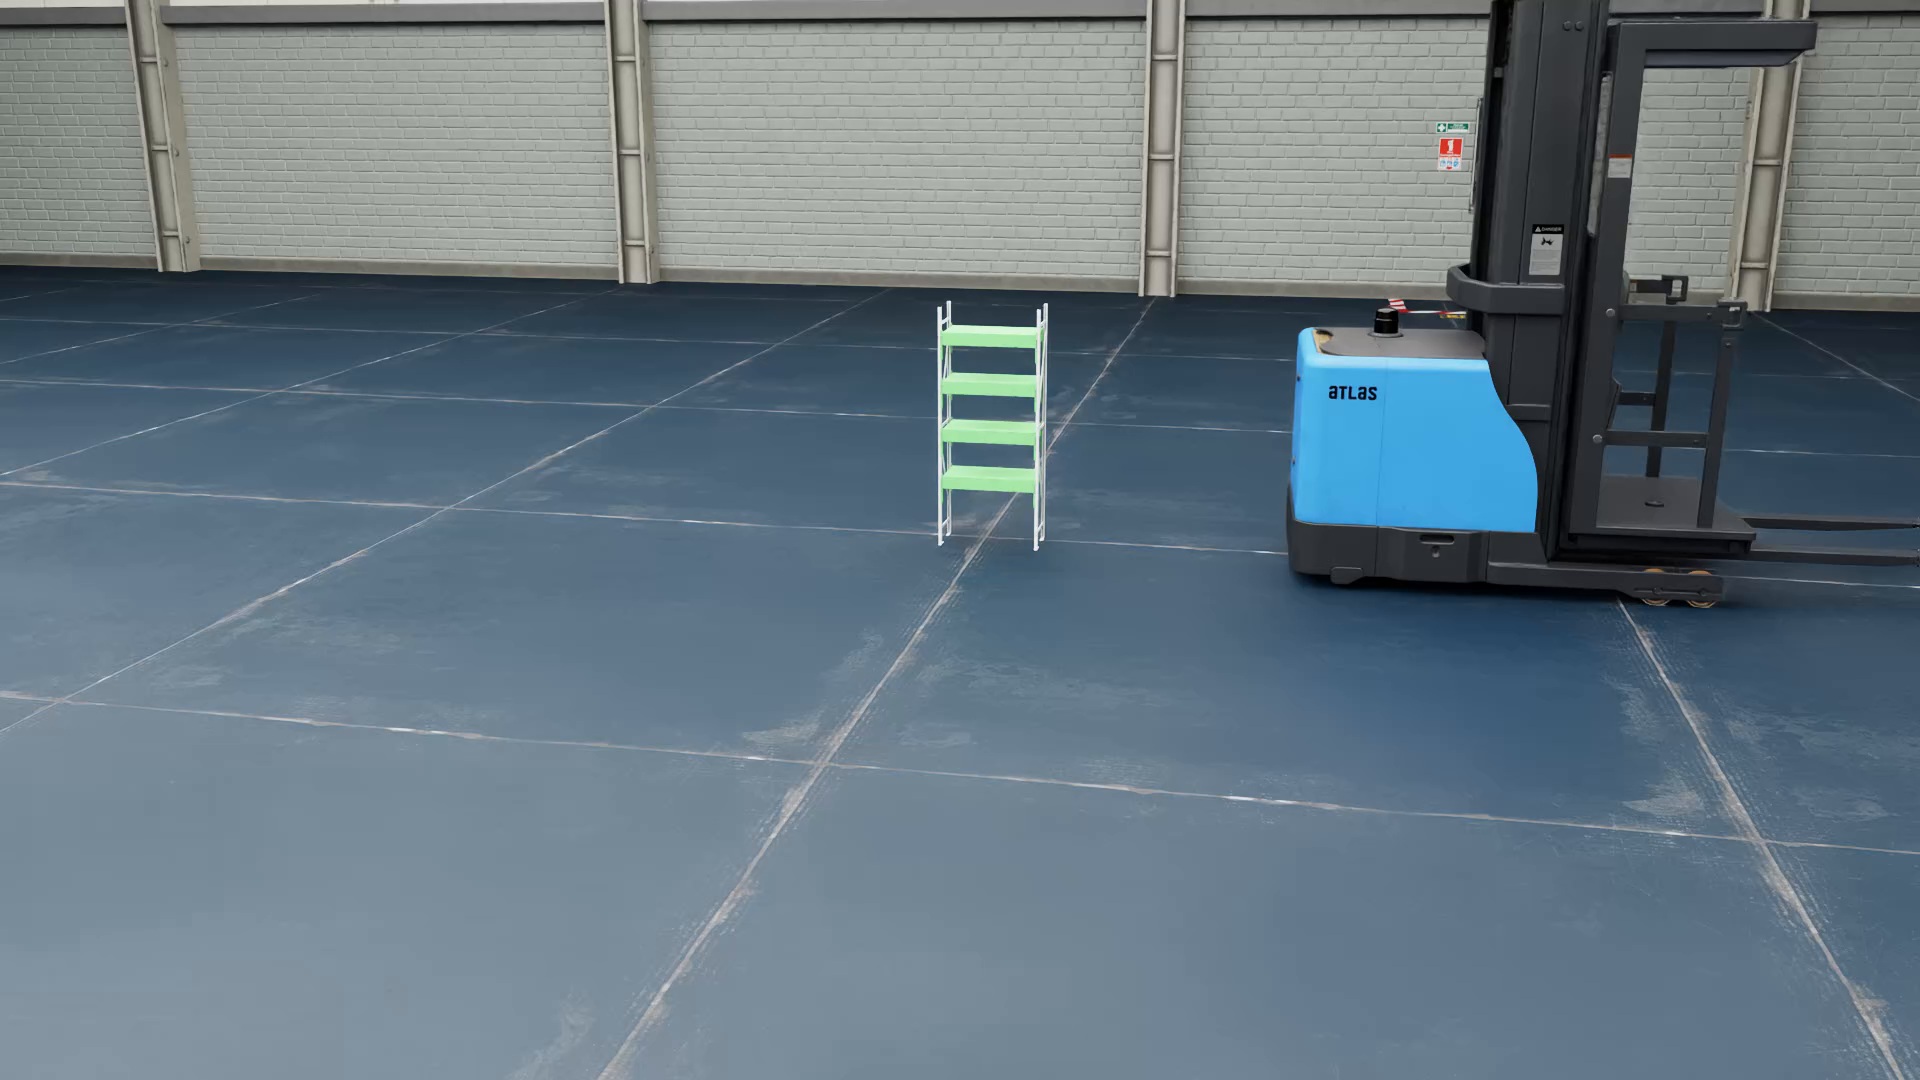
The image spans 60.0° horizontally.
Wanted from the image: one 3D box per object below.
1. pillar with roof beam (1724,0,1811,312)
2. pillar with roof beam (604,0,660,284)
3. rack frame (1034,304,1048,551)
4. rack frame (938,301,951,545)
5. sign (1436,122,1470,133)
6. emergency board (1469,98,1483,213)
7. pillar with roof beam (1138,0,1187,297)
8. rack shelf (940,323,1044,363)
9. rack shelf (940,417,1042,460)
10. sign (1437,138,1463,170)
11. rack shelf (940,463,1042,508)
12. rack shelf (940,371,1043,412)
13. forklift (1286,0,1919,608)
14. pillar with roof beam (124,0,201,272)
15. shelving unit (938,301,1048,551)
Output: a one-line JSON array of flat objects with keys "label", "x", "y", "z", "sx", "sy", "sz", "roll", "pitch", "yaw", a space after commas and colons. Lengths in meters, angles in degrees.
[{"label": "pillar with roof beam", "x": 7.184, "y": -5.571, "z": 11.747, "sx": 0.400, "sy": 9.000, "sz": 9.100, "roll": 3, "pitch": 16, "yaw": 11}, {"label": "pillar with roof beam", "x": -4.575, "y": -6.209, "z": 14.051, "sx": 0.400, "sy": 9.000, "sz": 9.100, "roll": 3, "pitch": 16, "yaw": 11}, {"label": "rack frame", "x": 0.401, "y": -0.556, "z": 8.253, "sx": 0.015, "sy": 1.200, "sz": 0.240, "roll": 3, "pitch": 16, "yaw": 11}, {"label": "rack frame", "x": -0.077, "y": -0.582, "z": 8.347, "sx": 0.015, "sy": 1.200, "sz": 0.240, "roll": 3, "pitch": 16, "yaw": 11}, {"label": "sign", "x": 5.109, "y": -4.274, "z": 17.242, "sx": 0.331, "sy": 0.109, "sz": 0.001, "roll": 3, "pitch": 16, "yaw": 11}, {"label": "emergency board", "x": 5.628, "y": -3.947, "z": 17.124, "sx": 0.643, "sy": 1.169, "sz": 0.194, "roll": 3, "pitch": 16, "yaw": 11}, {"label": "pillar with roof beam", "x": 1.304, "y": -5.890, "z": 12.899, "sx": 0.400, "sy": 9.000, "sz": 9.100, "roll": 3, "pitch": 16, "yaw": 11}, {"label": "rack shelf", "x": 0.162, "y": -0.970, "z": 8.189, "sx": 0.480, "sy": 0.148, "sz": 0.258, "roll": 3, "pitch": 16, "yaw": 11}, {"label": "rack shelf", "x": 0.162, "y": -0.508, "z": 8.317, "sx": 0.480, "sy": 0.148, "sz": 0.258, "roll": 3, "pitch": 16, "yaw": 11}, {"label": "sign", "x": 5.107, "y": -4.021, "z": 17.322, "sx": 0.234, "sy": 0.329, "sz": 0.001, "roll": 3, "pitch": 16, "yaw": 11}, {"label": "rack shelf", "x": 0.162, "y": -0.277, "z": 8.381, "sx": 0.480, "sy": 0.148, "sz": 0.258, "roll": 3, "pitch": 16, "yaw": 11}, {"label": "rack shelf", "x": 0.162, "y": -0.739, "z": 8.253, "sx": 0.480, "sy": 0.148, "sz": 0.258, "roll": 3, "pitch": 16, "yaw": 11}, {"label": "forklift", "x": 3.105, "y": -1.262, "z": 7.557, "sx": 3.031, "sy": 2.935, "sz": 1.130, "roll": 3, "pitch": 16, "yaw": 9}, {"label": "pillar with roof beam", "x": -10.455, "y": -6.529, "z": 15.203, "sx": 0.400, "sy": 9.000, "sz": 9.100, "roll": 3, "pitch": 16, "yaw": 11}, {"label": "shelving unit", "x": 0.162, "y": -0.569, "z": 8.300, "sx": 0.503, "sy": 1.200, "sz": 0.258, "roll": 3, "pitch": 16, "yaw": 11}]
